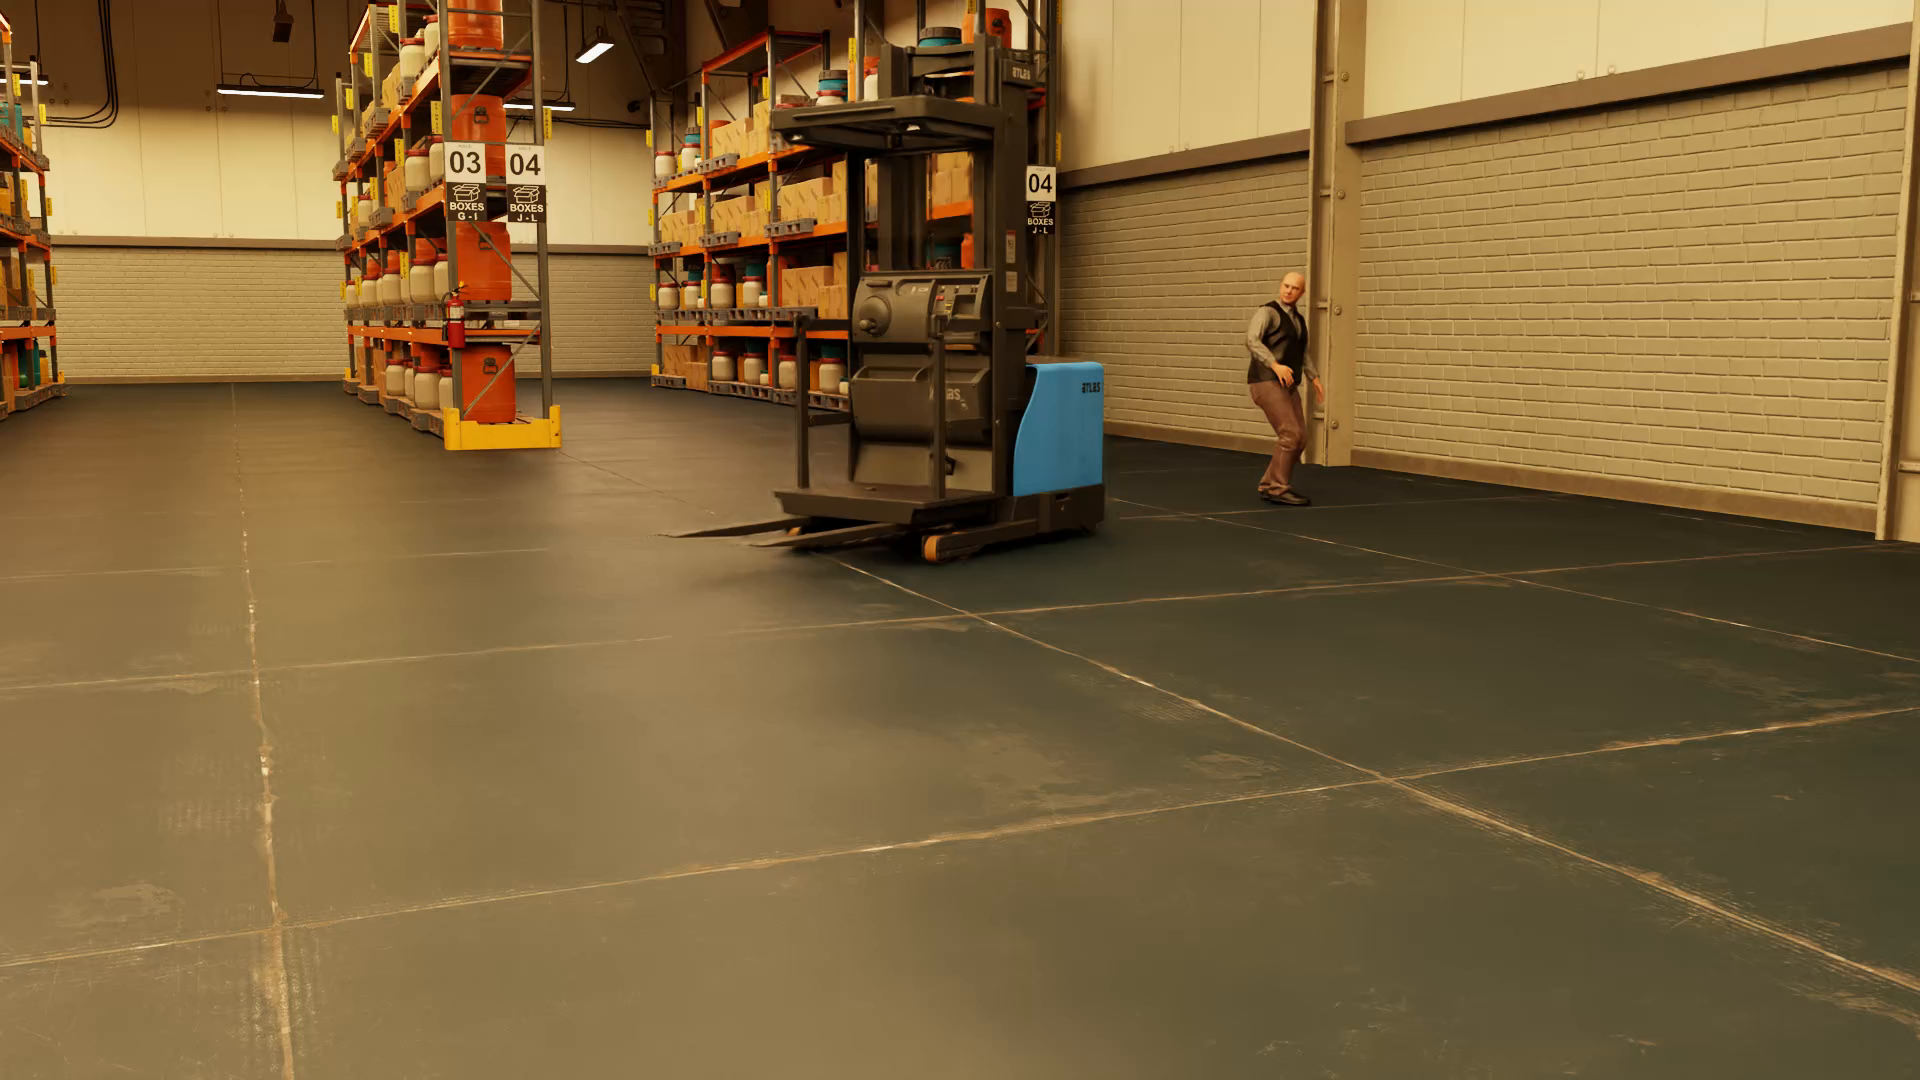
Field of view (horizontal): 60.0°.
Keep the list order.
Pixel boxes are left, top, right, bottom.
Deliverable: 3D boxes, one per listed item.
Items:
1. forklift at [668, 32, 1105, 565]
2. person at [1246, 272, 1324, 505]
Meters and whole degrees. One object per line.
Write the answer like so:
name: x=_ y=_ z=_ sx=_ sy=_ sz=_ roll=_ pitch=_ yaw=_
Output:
forklift: x=-0.358 y=-1.389 z=9.472 sx=1.130 sy=2.935 sz=3.031 roll=5 pitch=9 yaw=36
person: x=2.408 y=-1.110 z=12.184 sx=0.516 sy=1.687 sz=0.731 roll=5 pitch=9 yaw=35
